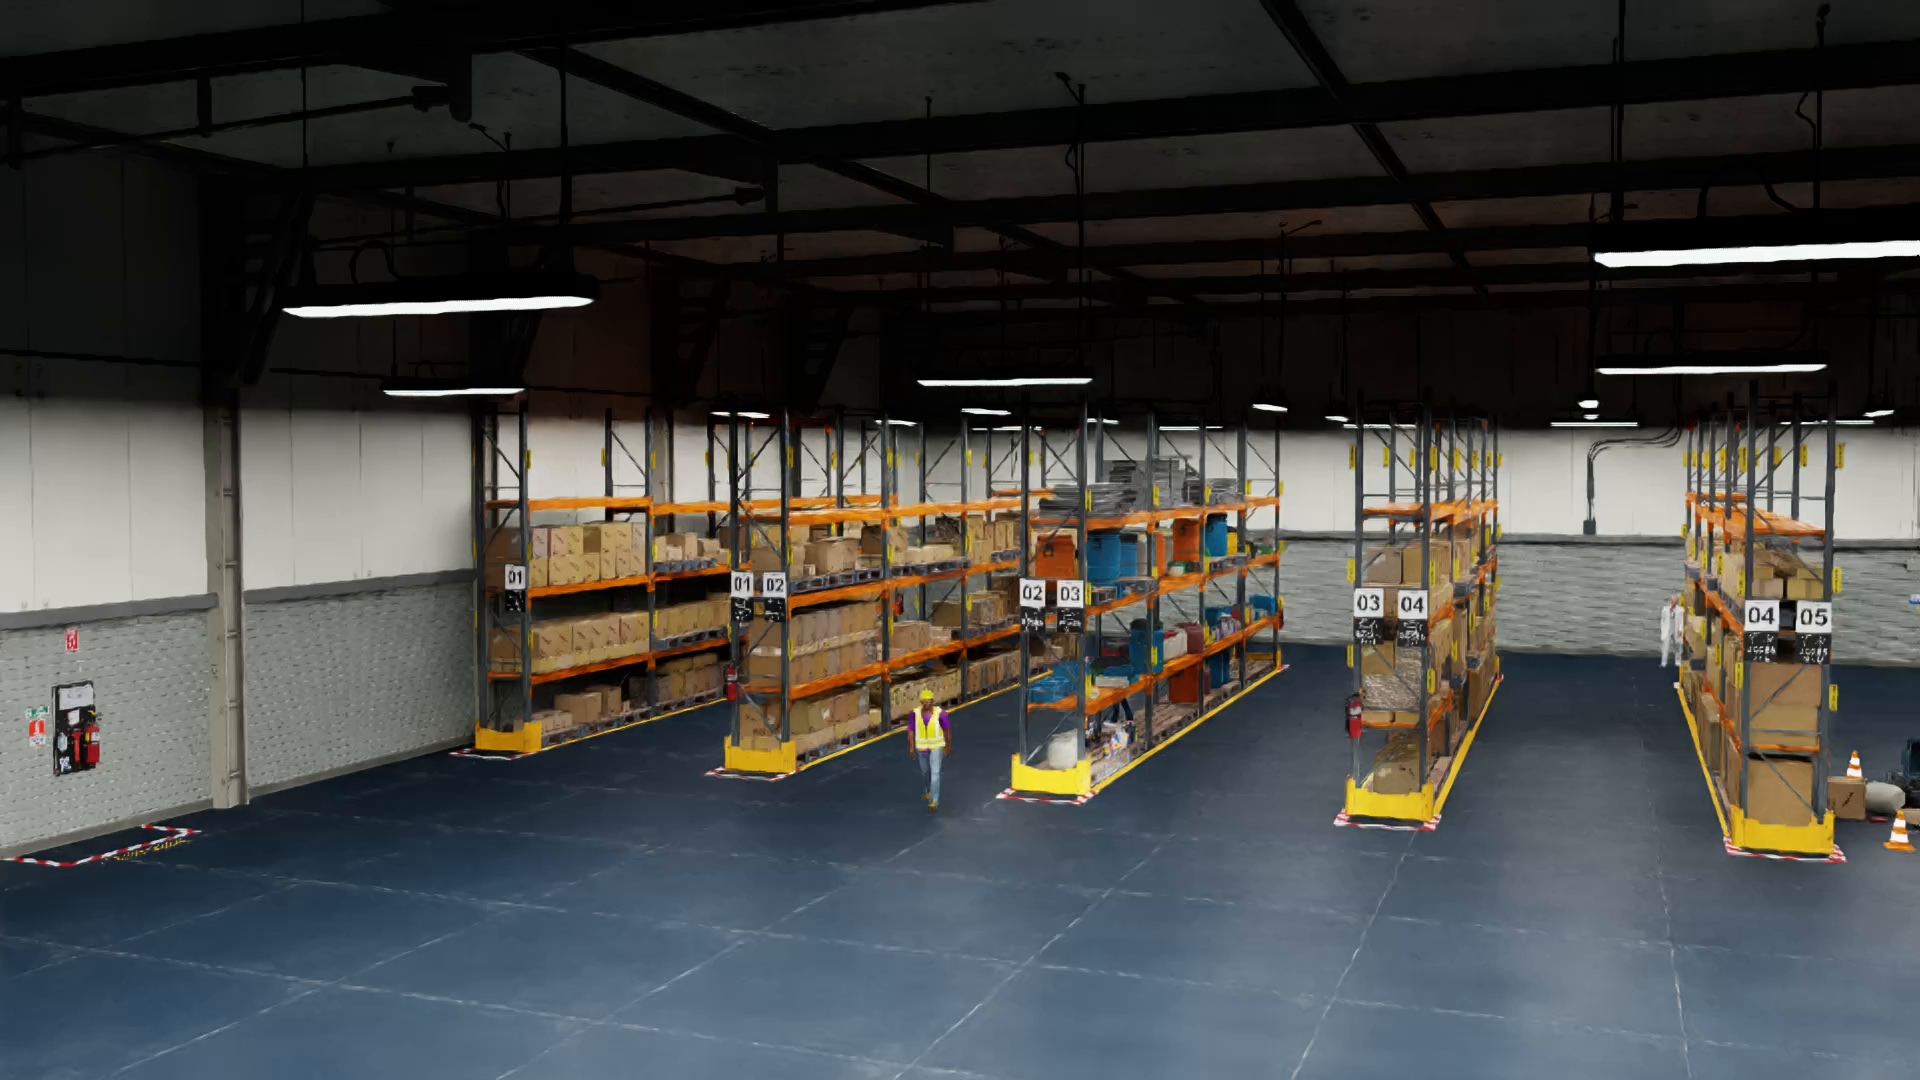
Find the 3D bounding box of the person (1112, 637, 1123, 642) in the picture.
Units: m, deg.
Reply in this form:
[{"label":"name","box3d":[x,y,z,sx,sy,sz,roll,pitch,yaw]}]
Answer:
[{"label":"person","box3d":[2.819,2.205,29.757,0.318,0.919,0.532,0,3,8]}]

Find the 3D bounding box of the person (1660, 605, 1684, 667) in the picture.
[{"label":"person","box3d":[17.113,2.282,39.900,0.576,1.513,1.089,2,3,30]}]

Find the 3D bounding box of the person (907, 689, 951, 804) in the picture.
[{"label":"person","box3d":[-0.437,2.947,24.046,0.598,1.640,0.912,1,3,12]}]
